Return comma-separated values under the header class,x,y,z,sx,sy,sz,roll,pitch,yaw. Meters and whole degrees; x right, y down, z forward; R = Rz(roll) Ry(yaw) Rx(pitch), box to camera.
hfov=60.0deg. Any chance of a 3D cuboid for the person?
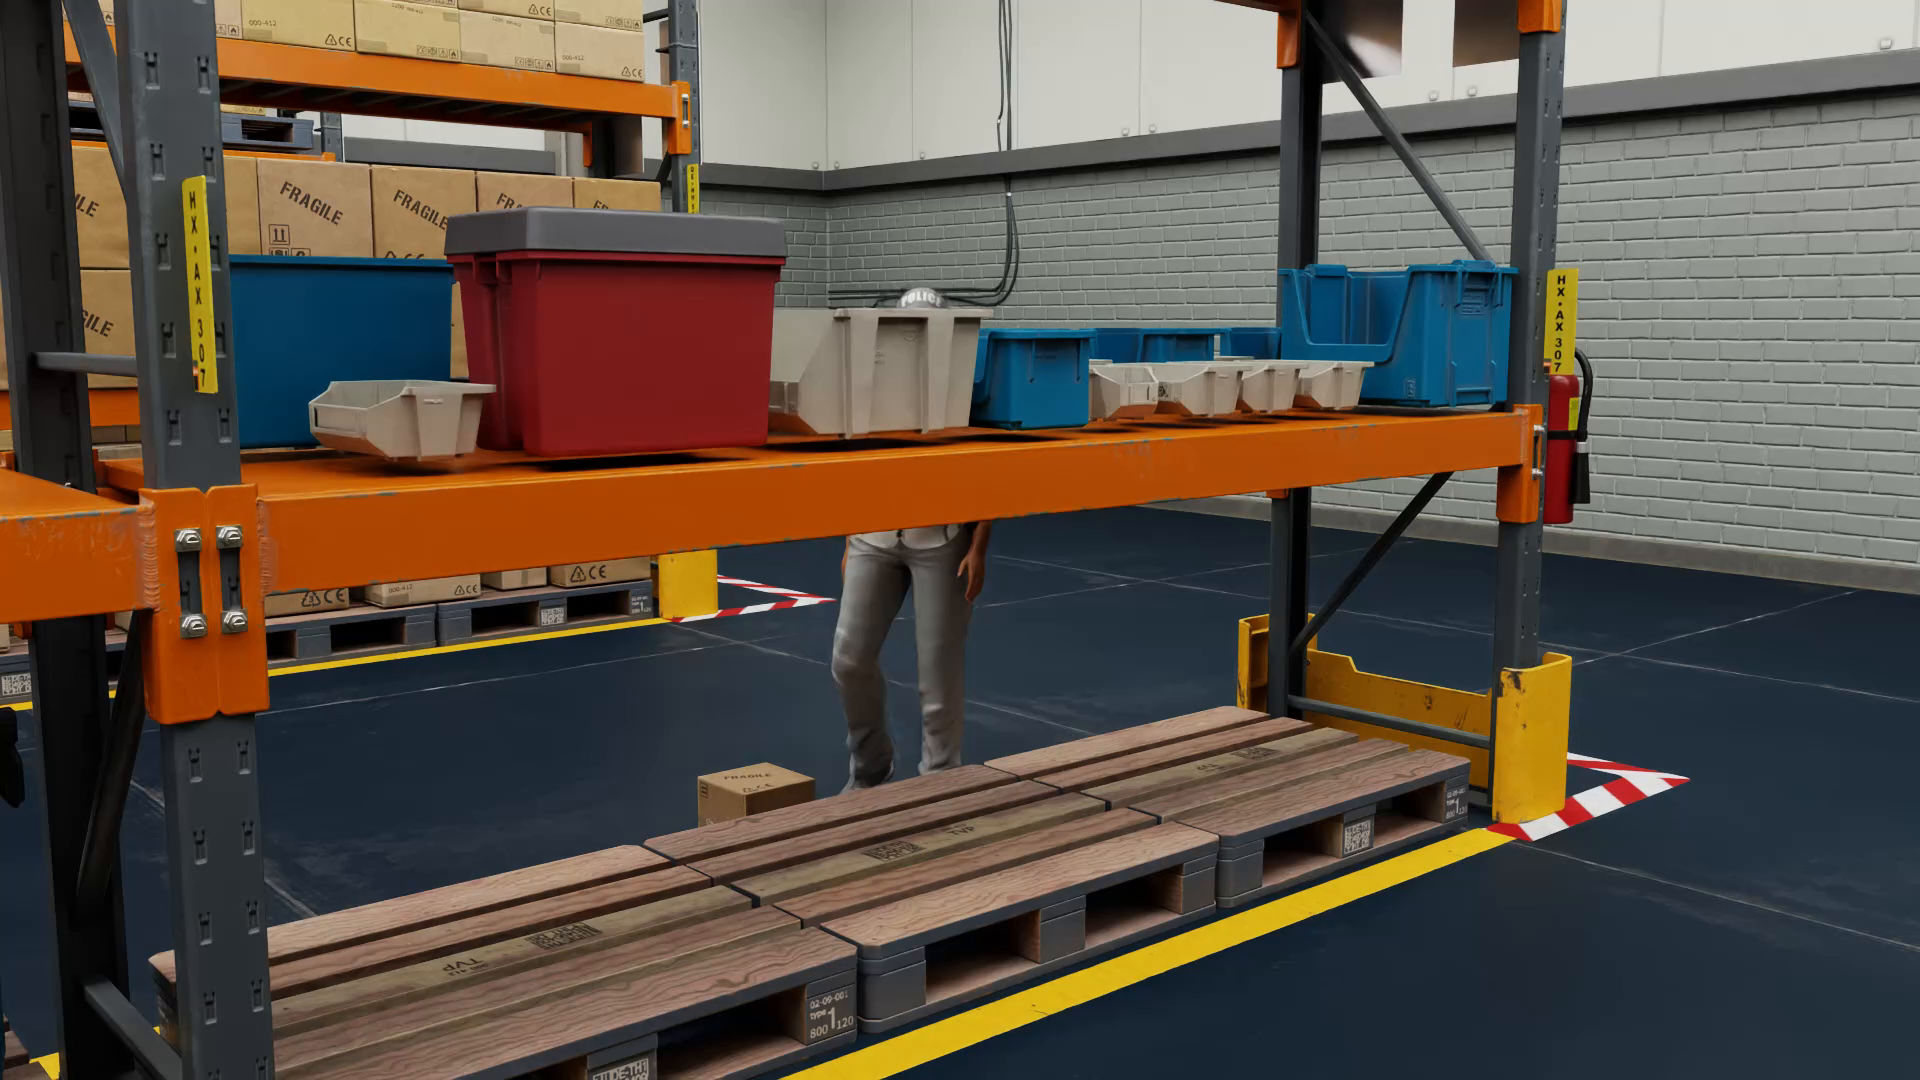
class,x,y,z,sx,sy,sz,roll,pitch,yaw
person,-0.151,0.071,5.270,0.535,1.723,0.452,2,8,13
